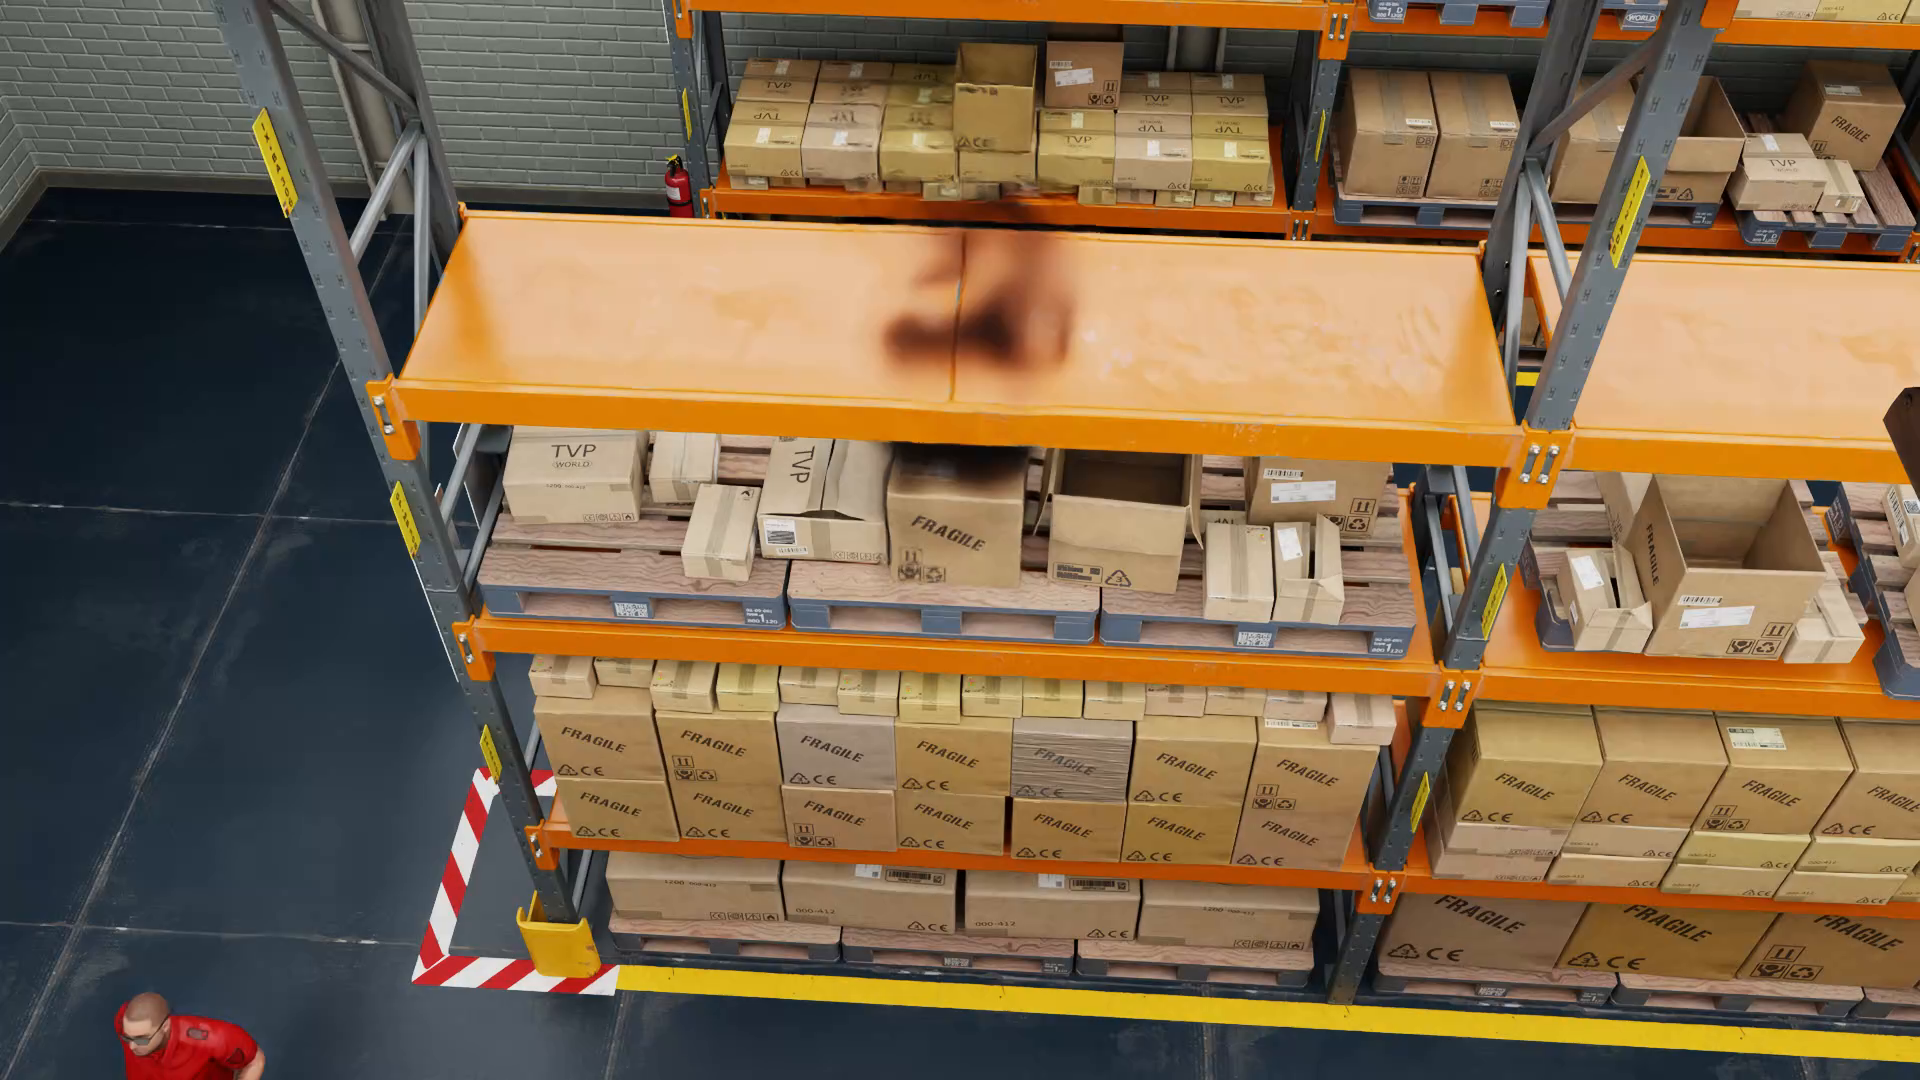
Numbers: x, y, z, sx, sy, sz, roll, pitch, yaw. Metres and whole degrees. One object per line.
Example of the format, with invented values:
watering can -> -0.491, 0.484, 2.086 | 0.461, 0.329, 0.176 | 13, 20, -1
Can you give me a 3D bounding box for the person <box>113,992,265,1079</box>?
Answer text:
person -> -3.341, 2.471, 7.370 | 0.675, 1.695, 0.593 | 3, 48, 3
